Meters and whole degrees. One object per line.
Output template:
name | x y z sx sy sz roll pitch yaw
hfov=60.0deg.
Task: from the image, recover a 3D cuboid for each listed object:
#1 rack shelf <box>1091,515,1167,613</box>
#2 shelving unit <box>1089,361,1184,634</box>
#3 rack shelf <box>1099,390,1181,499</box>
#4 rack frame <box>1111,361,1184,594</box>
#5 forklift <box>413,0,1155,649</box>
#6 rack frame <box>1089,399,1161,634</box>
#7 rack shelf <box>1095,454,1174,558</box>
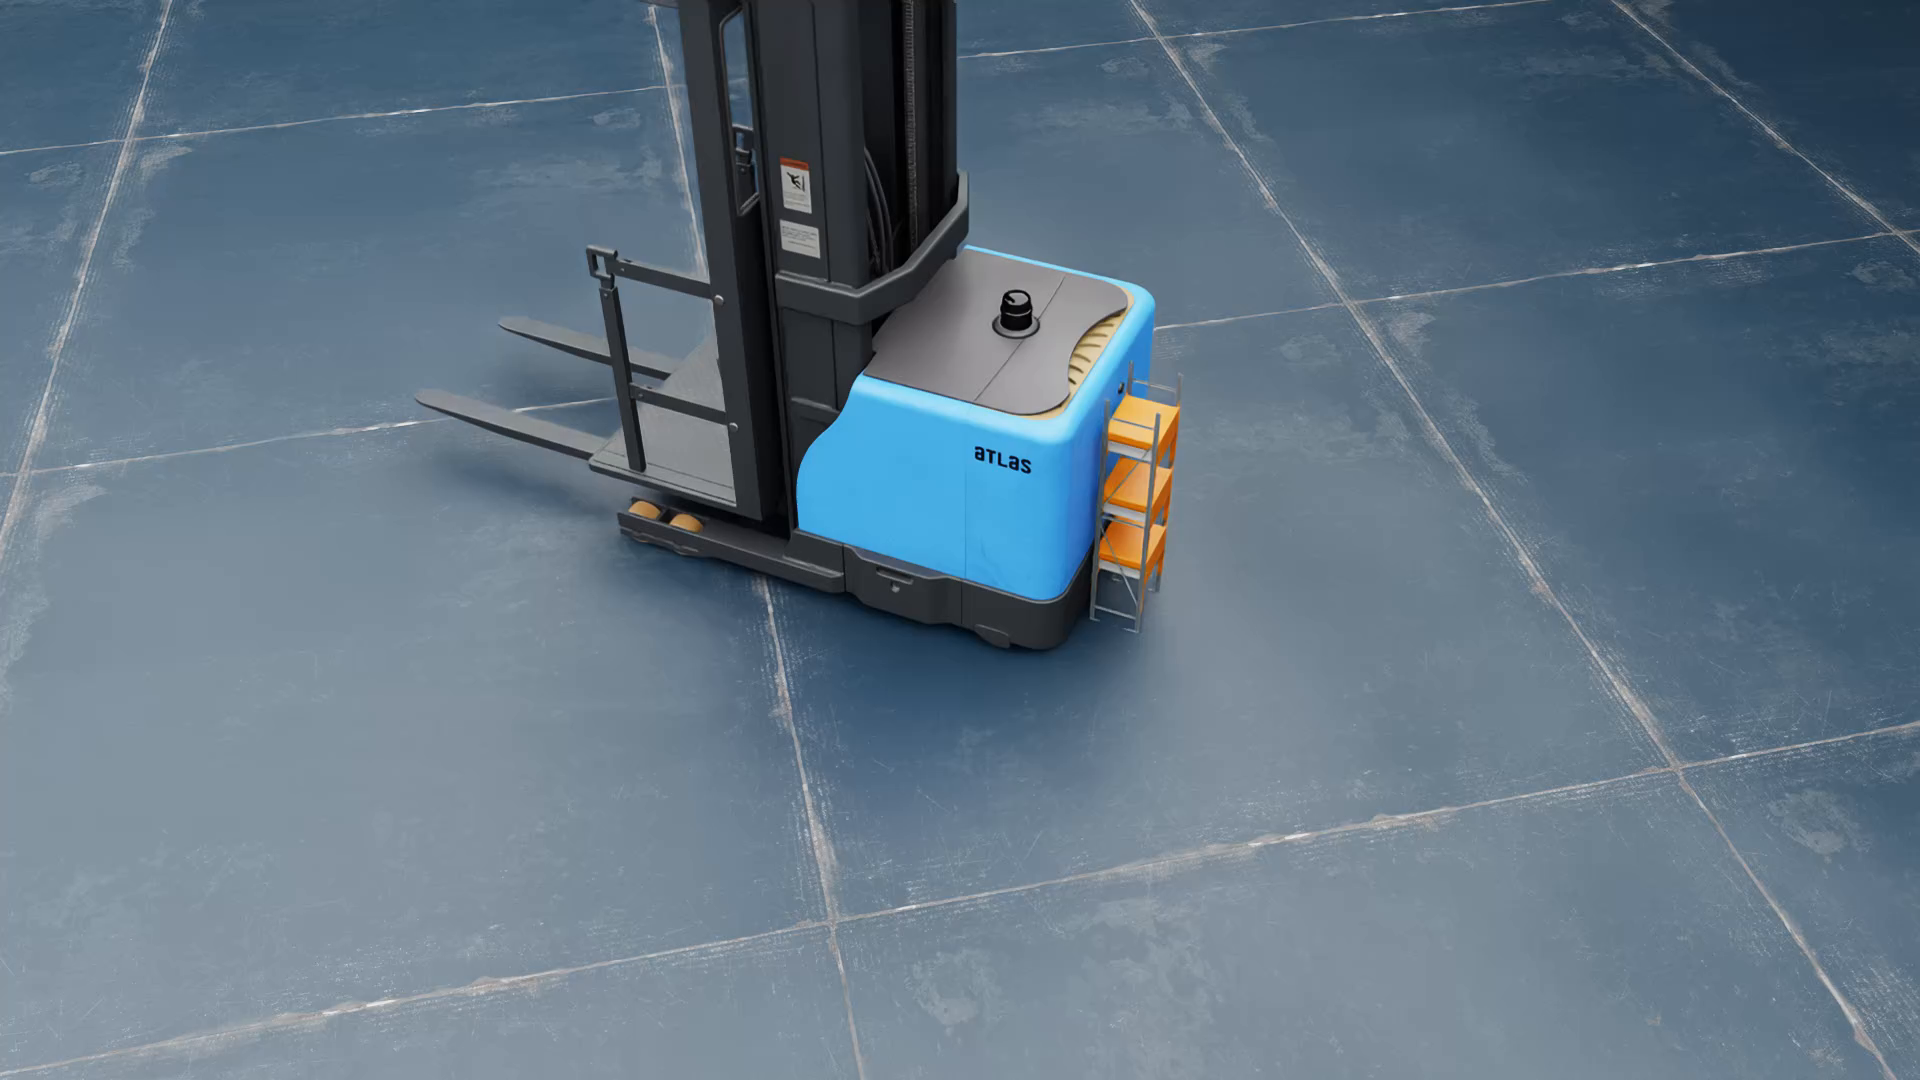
rack shelf | 0.640 0.079 6.305 0.215 0.259 0.240 16 44 18
shelving unit | 0.640 -0.137 6.114 0.215 1.050 0.252 16 44 18
rack shelf | 0.641 -0.341 5.932 0.215 0.259 0.240 16 44 18
rack frame | 0.690 -0.211 6.197 0.200 1.050 0.008 16 44 18
forklift | -0.821 -1.337 6.048 3.031 2.935 1.130 16 44 18
rack frame | 0.591 -0.063 6.030 0.200 1.050 0.008 16 44 18
rack shelf | 0.640 -0.129 6.121 0.215 0.259 0.240 16 44 18
